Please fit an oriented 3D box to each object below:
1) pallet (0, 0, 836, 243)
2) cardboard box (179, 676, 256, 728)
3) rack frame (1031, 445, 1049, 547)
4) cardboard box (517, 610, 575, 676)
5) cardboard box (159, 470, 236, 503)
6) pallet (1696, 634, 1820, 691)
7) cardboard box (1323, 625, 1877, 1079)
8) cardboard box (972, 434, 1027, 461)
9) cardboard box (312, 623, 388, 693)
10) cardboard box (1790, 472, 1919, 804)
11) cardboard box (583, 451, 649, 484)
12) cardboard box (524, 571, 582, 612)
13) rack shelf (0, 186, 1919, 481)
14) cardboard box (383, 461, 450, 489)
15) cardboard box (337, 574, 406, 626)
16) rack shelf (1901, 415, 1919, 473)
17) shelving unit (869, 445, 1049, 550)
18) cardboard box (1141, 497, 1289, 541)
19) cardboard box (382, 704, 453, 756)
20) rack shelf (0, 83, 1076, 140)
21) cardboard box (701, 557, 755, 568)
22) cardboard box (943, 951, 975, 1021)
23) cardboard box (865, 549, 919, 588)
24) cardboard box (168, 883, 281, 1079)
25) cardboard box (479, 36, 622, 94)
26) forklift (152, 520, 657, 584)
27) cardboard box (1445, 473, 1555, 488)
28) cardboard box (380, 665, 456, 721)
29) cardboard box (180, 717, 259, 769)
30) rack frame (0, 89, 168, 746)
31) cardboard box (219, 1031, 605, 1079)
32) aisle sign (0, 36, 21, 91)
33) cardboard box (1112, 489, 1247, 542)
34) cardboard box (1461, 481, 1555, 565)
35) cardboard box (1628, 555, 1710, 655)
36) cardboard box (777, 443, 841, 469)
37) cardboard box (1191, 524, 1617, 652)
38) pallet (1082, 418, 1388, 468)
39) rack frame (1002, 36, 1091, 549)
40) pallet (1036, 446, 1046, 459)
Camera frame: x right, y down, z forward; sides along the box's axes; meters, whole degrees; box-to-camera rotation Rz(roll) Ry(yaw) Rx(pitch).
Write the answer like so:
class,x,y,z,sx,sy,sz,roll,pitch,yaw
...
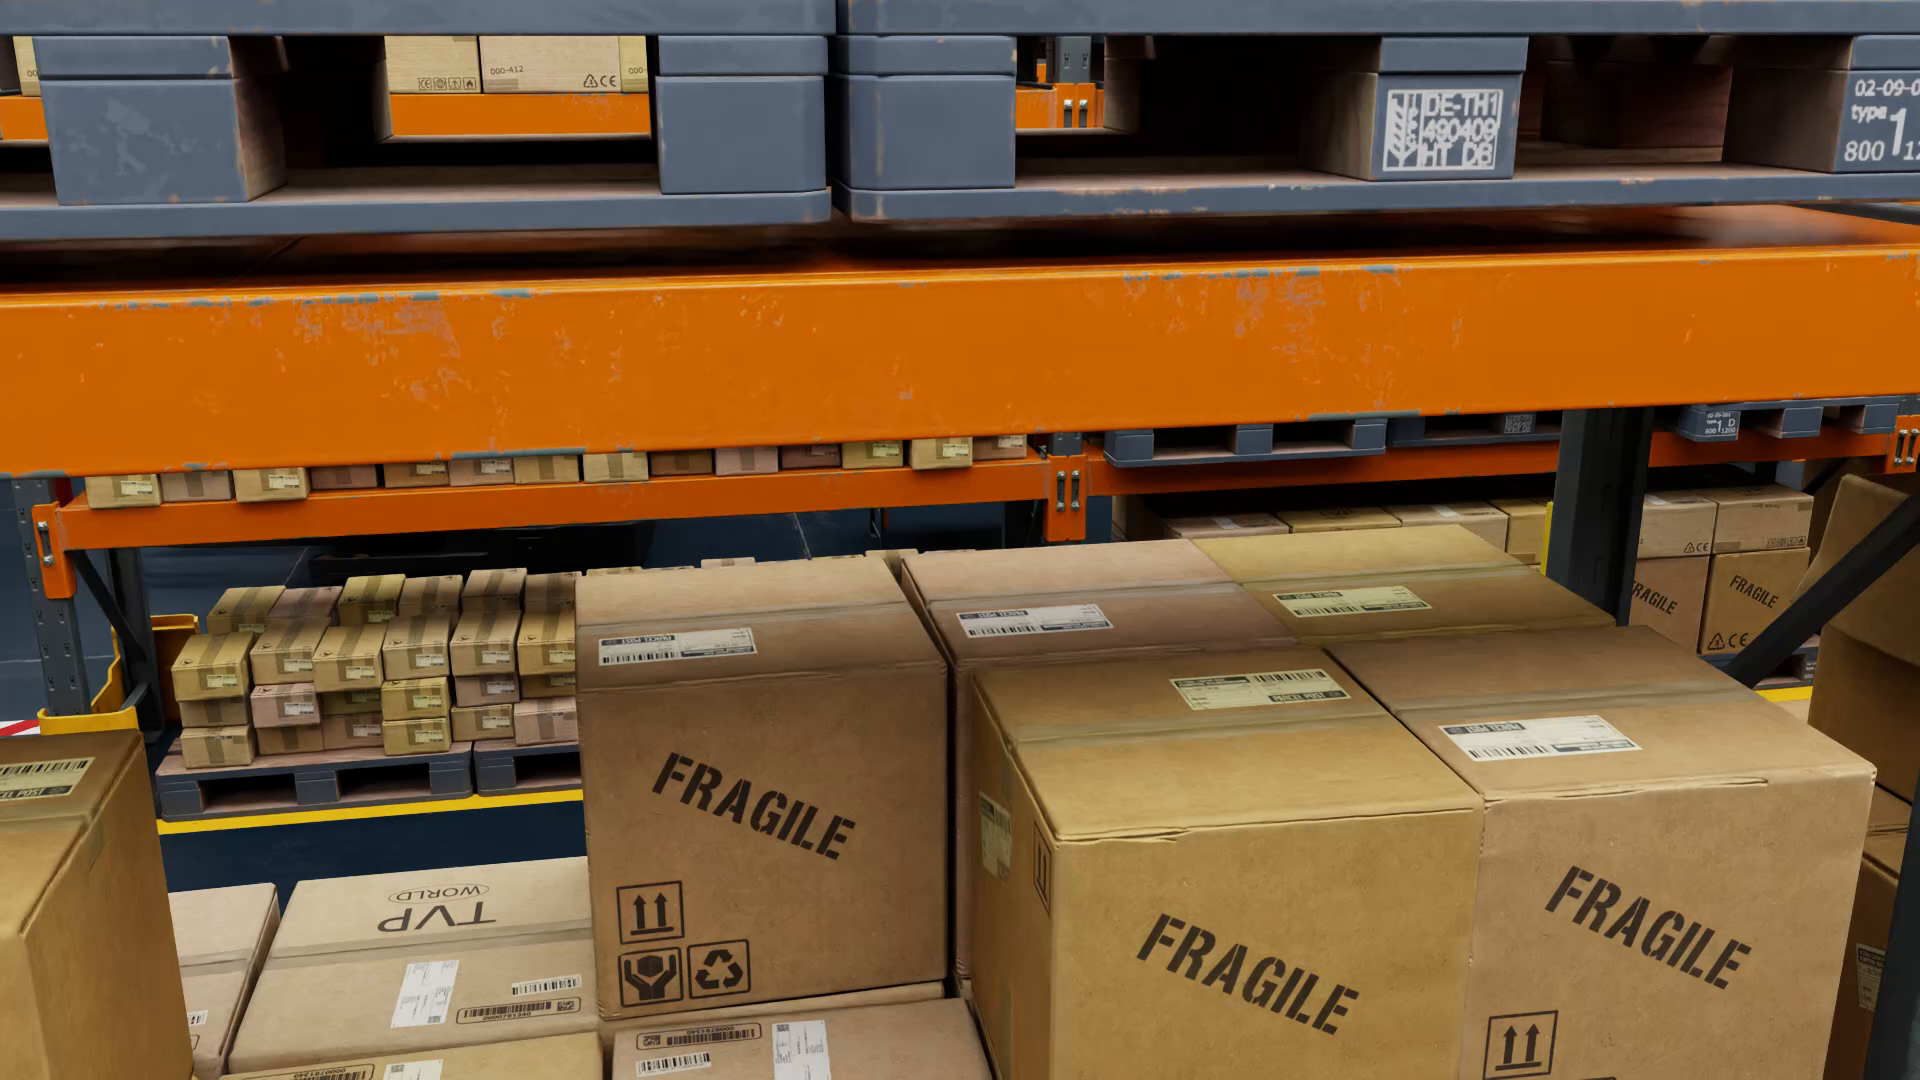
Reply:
class,x,y,z,sx,sy,sz,roll,pitch,yaw
pallet,-0.802,-0.511,1.909,1.213,0.211,1.003,-3,17,-10
cardboard box,-3.007,0.623,6.809,0.250,0.149,0.380,-3,17,-8
rack frame,0.492,-0.566,10.238,0.032,1.125,0.500,-3,17,-10
cardboard box,-1.703,0.426,6.945,0.250,0.149,0.380,-3,17,-10
cardboard box,-2.948,-0.271,6.515,0.250,0.149,0.380,-3,17,-8
pallet,3.517,0.489,8.361,1.213,0.211,1.003,-3,17,-10
cardboard box,0.798,0.445,2.227,0.500,0.500,0.500,-3,17,-9
cardboard box,0.121,-0.461,7.132,0.250,0.149,0.380,-3,17,-11
cardboard box,-2.472,0.477,6.776,0.250,0.149,0.380,-3,17,-11
cardboard box,1.824,0.206,2.655,0.637,0.503,0.797,-4,17,-12
cardboard box,-1.400,-0.353,6.781,0.250,0.149,0.380,-3,17,-9
cardboard box,-1.811,0.275,7.435,0.250,0.149,0.380,-4,17,-12
rack shelf,-0.765,-0.208,1.996,4.000,0.370,1.077,-3,17,-10
cardboard box,-2.174,-0.333,6.715,0.250,0.149,0.380,-3,17,-11
cardboard box,-2.611,0.285,7.403,0.250,0.149,0.380,-4,17,-12
rack shelf,6.248,-0.655,8.561,4.000,0.370,1.077,-3,17,-10
shelving unit,-0.007,-0.537,10.145,1.048,1.125,0.538,-3,17,-10
cardboard box,1.133,0.006,7.448,0.500,0.250,0.500,-4,18,-13
cardboard box,-2.239,0.747,6.912,0.250,0.149,0.380,-3,17,-10
rack shelf,-1.607,-1.643,6.670,4.000,0.370,1.077,-3,17,-10
cardboard box,-1.058,0.211,7.644,0.250,0.149,0.380,-3,17,-9
cardboard box,0.199,0.677,2.747,0.500,0.250,0.500,-3,17,-11
cardboard box,-0.302,0.171,7.774,0.250,0.149,0.380,-2,17,-8
cardboard box,-1.305,0.763,2.467,0.500,0.250,0.500,-4,17,-12
cardboard box,-1.551,-1.842,6.345,0.500,0.250,0.500,-3,17,-11
forklift,-3.383,-1.310,9.585,3.031,2.935,1.130,-1,17,-5
cardboard box,2.575,-0.231,8.220,0.500,0.250,0.500,-3,17,-10
cardboard box,-2.231,0.602,6.878,0.250,0.149,0.380,-3,17,-9
cardboard box,-2.995,0.783,6.793,0.250,0.149,0.380,-3,17,-9
rack frame,-3.570,-0.442,6.642,0.127,3.000,1.000,-3,17,-10
cardboard box,-0.692,0.886,2.068,0.500,0.250,0.500,-4,17,-12
aisle sign,-3.699,-1.767,6.528,0.004,0.787,0.394,-3,17,-10
cardboard box,1.041,-0.143,7.935,0.500,0.250,0.500,-4,17,-12
cardboard box,2.667,-0.083,7.738,0.500,0.250,0.500,-3,17,-9
cardboard box,3.178,0.247,7.942,0.500,0.500,0.500,-3,17,-8
cardboard box,-0.651,-0.423,7.009,0.250,0.149,0.380,-4,17,-12
cardboard box,0.680,0.295,2.715,0.500,0.500,0.500,-3,17,-10
pallet,1.135,-0.574,7.397,1.213,0.211,1.003,-3,17,-10
rack frame,0.357,-0.665,7.367,0.127,3.000,1.000,-3,17,-10
pallet,0.062,-0.818,12.615,1.213,0.211,1.003,-3,17,-10
